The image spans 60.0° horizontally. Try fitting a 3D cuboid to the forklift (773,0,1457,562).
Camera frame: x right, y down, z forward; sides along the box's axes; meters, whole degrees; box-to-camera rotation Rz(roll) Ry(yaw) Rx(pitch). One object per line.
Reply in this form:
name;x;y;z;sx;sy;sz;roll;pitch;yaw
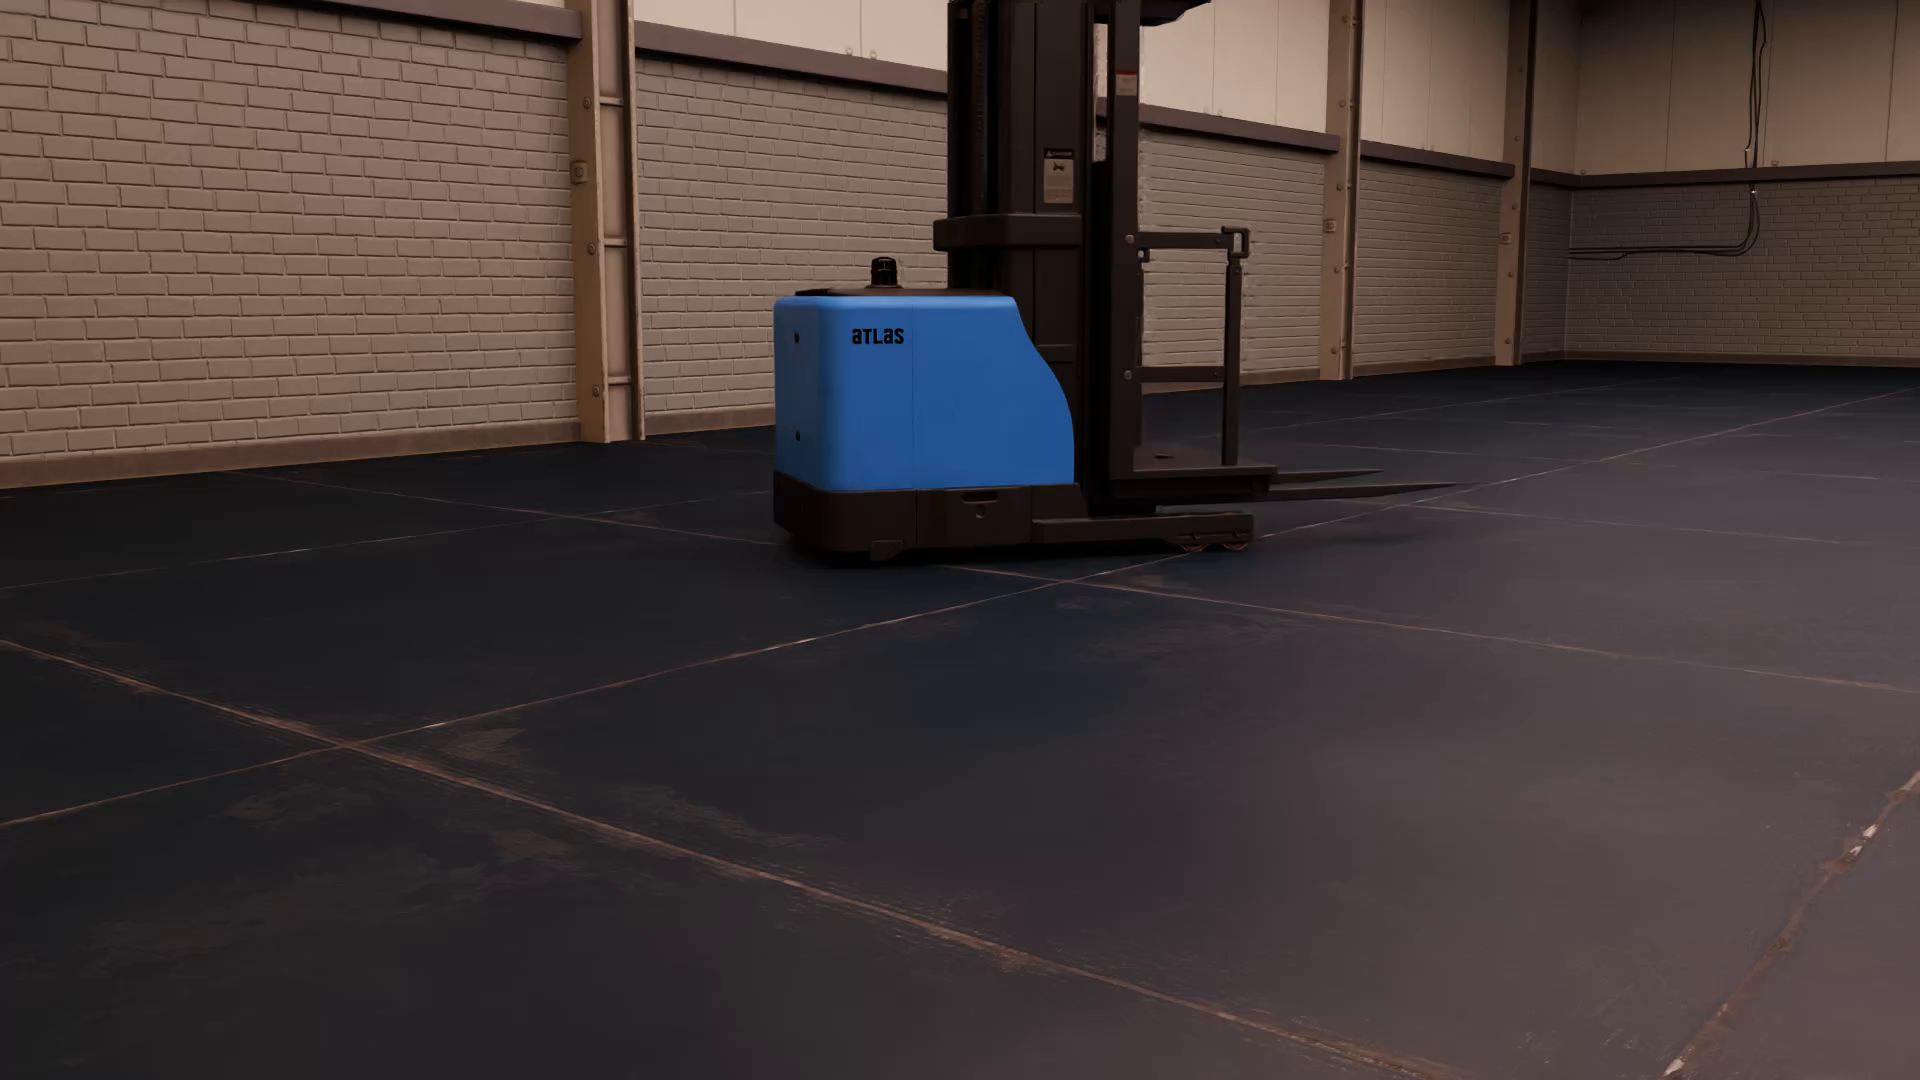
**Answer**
forklift;0.741;-1.466;7.300;3.031;2.935;1.130;-3;9;-18
